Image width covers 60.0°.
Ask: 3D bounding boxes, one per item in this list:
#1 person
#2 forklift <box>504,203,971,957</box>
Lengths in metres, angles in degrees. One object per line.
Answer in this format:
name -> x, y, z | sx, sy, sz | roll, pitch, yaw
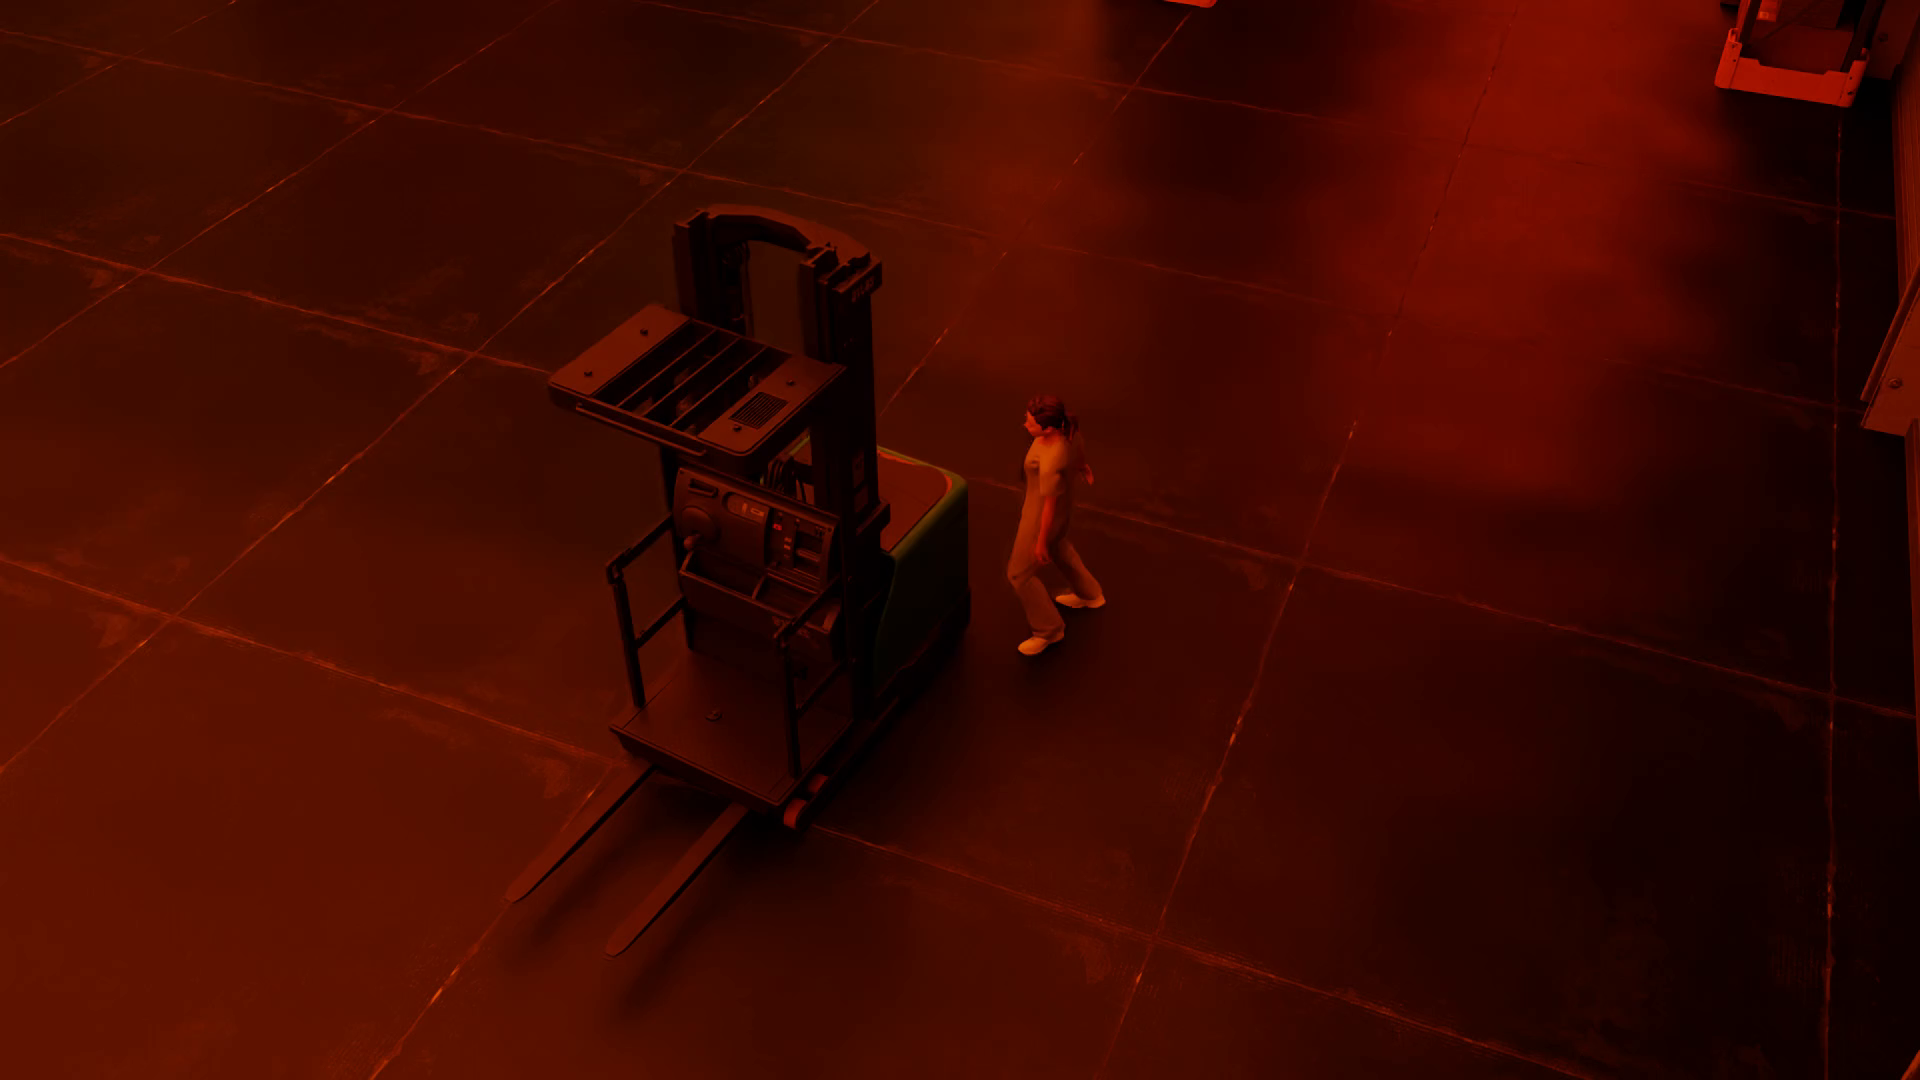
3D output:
person -> 0.578, -0.155, 9.268 | 0.489, 1.614, 0.802 | 14, 42, 16
forklift -> -1.117, 0.020, 7.983 | 1.130, 2.935, 3.031 | 21, 44, 23
